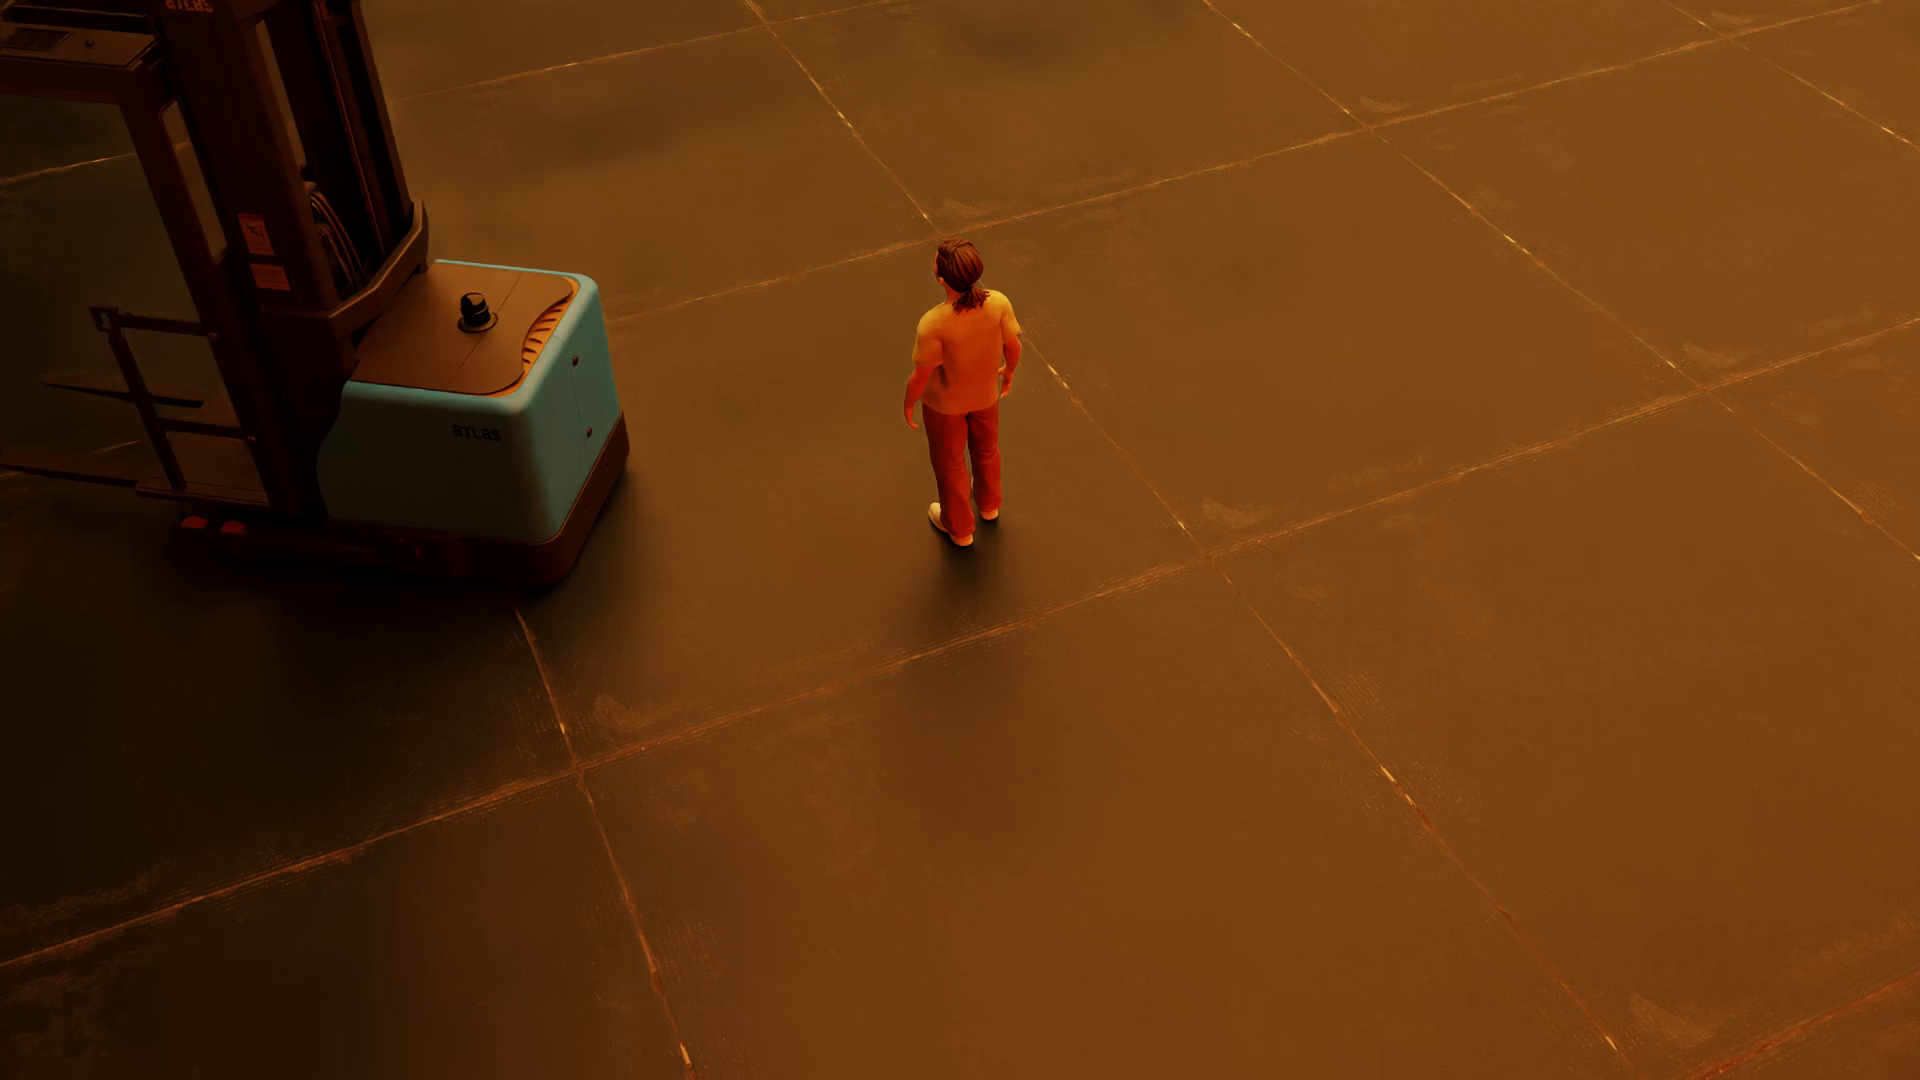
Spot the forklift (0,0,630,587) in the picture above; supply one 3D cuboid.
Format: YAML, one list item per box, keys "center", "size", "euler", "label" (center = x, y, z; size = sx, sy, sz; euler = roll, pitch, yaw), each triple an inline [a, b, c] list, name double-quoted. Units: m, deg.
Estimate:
- center: [-3.195, -1.345, 7.121]
  size: [3.031, 2.935, 1.130]
  euler: [7, 43, 7]
  label: "forklift"

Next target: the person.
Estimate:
- center: [-0.020, -0.667, 7.305]
  size: [0.553, 1.672, 0.548]
  euler: [-18, 46, -18]
  label: "person"
